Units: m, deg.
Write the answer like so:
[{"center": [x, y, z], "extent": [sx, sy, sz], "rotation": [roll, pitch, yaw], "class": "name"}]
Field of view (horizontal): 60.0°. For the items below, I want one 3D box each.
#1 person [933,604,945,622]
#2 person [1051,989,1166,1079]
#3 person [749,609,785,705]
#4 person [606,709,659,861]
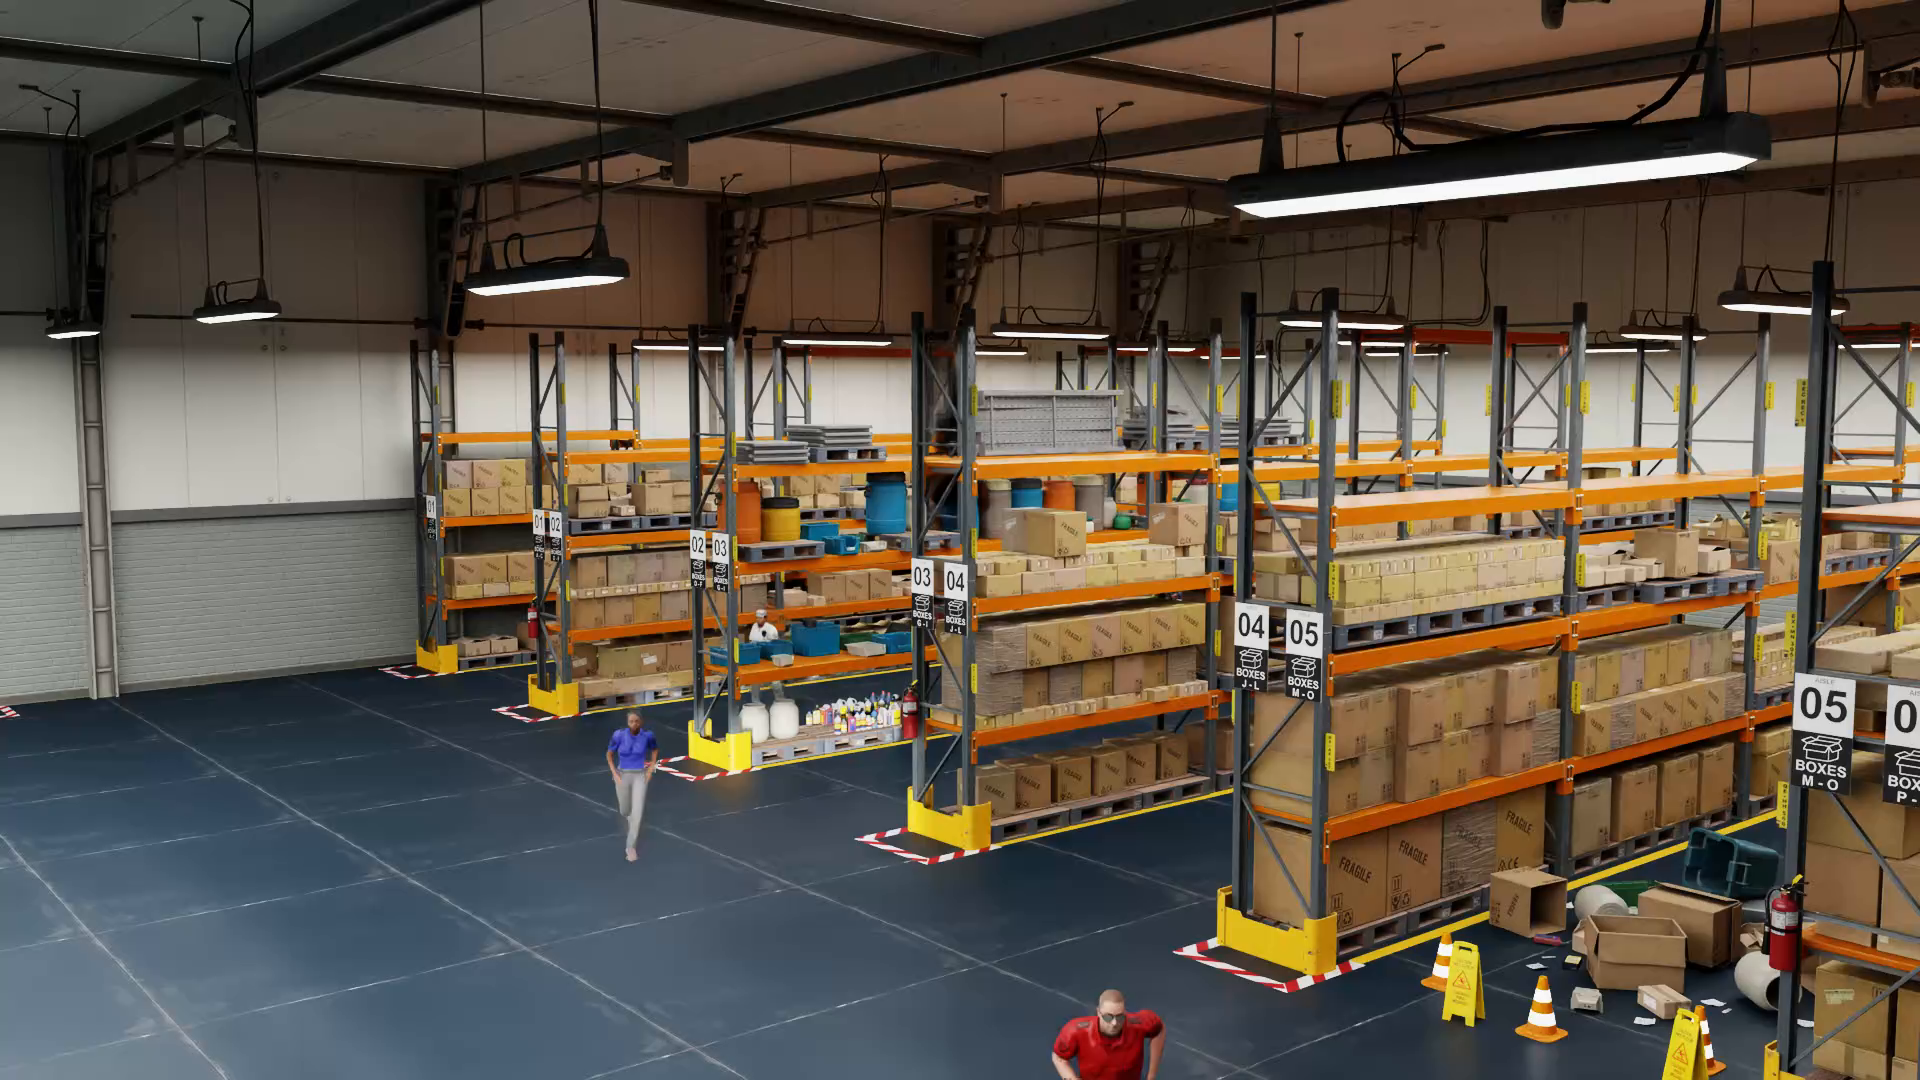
[{"center": [-0.350, 1.155, 33.952], "extent": [0.845, 1.773, 0.655], "rotation": [-4, 7, -38], "class": "person"}, {"center": [0.888, 3.435, 10.151], "extent": [0.702, 1.693, 1.020], "rotation": [0, 5, -4], "class": "person"}, {"center": [-3.073, 1.930, 26.319], "extent": [0.538, 1.723, 0.857], "rotation": [2, 6, 20], "class": "person"}, {"center": [-3.637, 2.671, 18.527], "extent": [0.574, 1.651, 0.939], "rotation": [-1, 5, -9], "class": "person"}]
